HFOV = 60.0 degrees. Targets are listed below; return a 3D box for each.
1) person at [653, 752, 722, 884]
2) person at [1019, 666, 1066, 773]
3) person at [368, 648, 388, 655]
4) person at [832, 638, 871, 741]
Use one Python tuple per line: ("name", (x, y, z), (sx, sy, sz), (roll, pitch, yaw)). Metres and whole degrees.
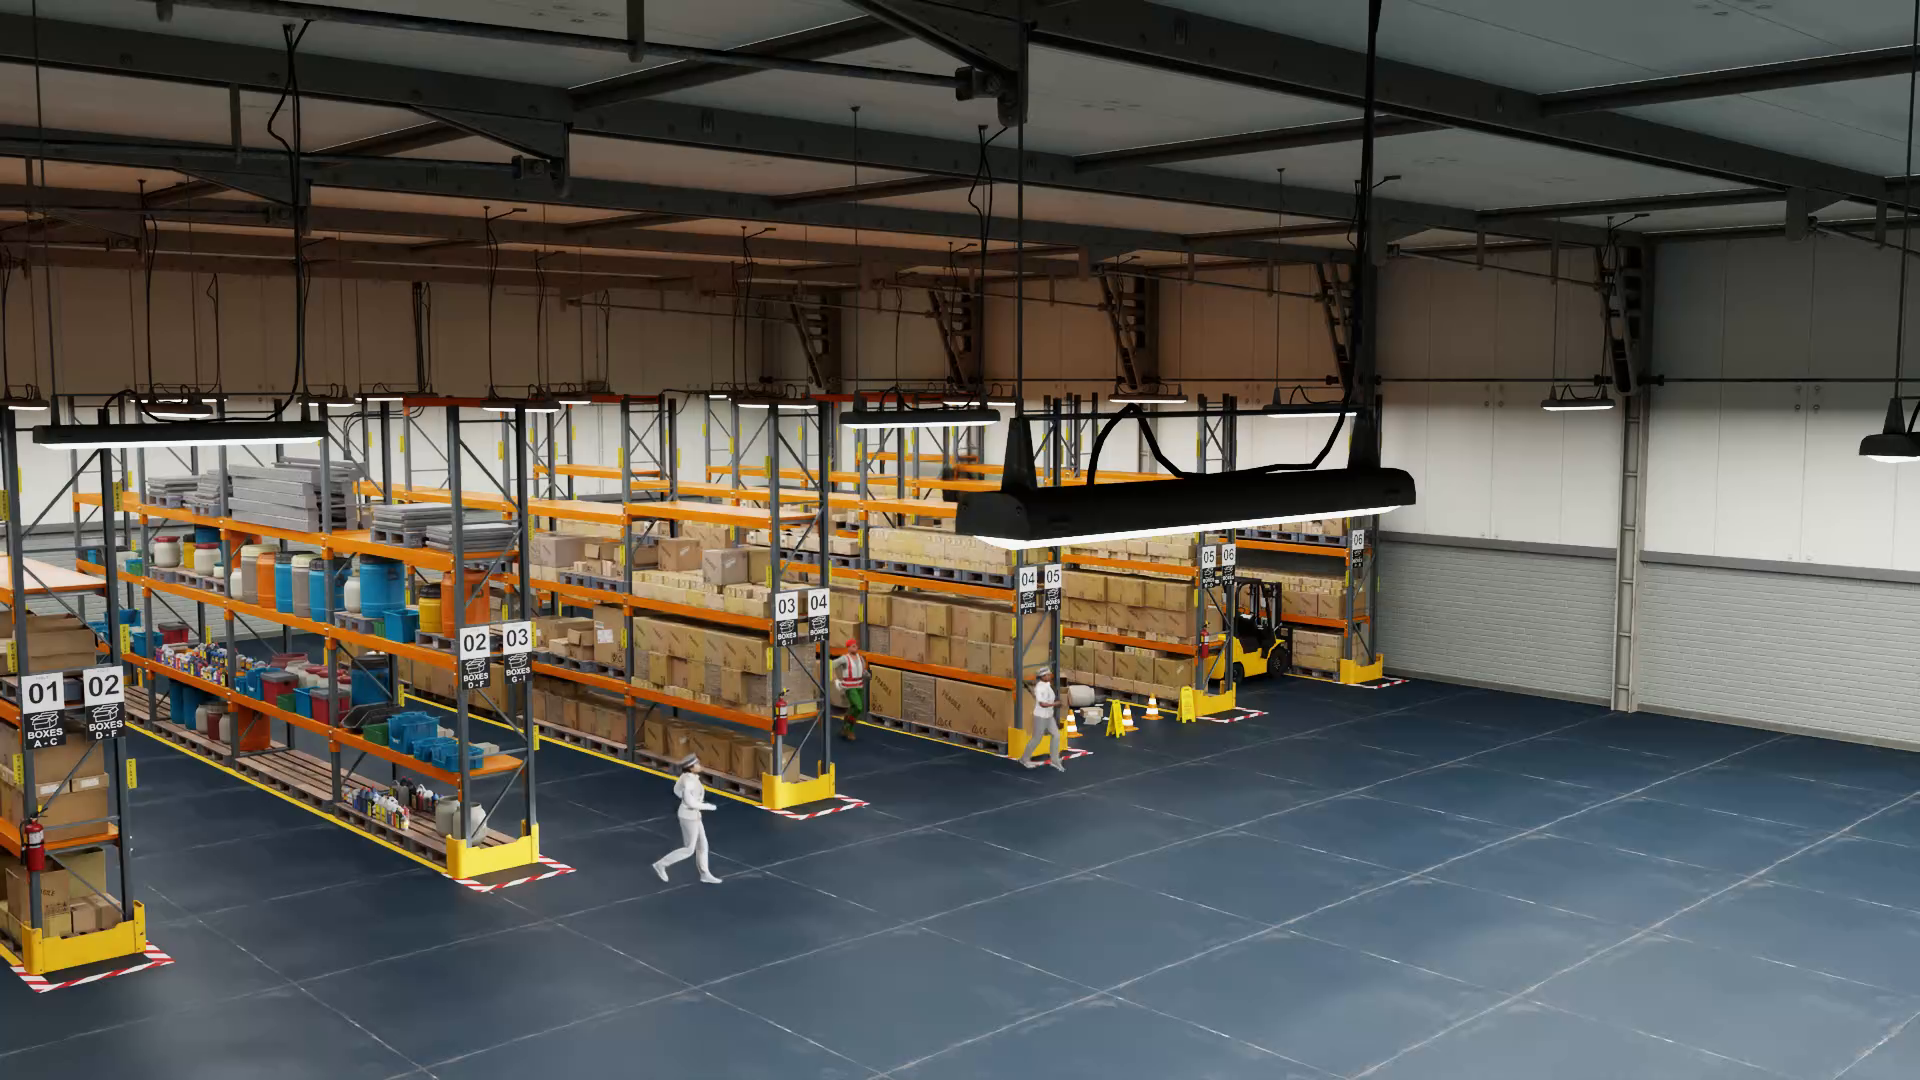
("person", (-3.426, 3.493, 20.790), (0.867, 1.702, 0.626), (-1, 6, -15))
("person", (1.342, 2.882, 26.860), (0.760, 1.739, 0.576), (2, 6, 20))
("person", (-10.449, 2.604, 29.896), (0.793, 1.706, 0.596), (4, 7, 33))
("person", (-1.866, 2.622, 29.169), (0.709, 1.792, 0.641), (5, 7, 39))
